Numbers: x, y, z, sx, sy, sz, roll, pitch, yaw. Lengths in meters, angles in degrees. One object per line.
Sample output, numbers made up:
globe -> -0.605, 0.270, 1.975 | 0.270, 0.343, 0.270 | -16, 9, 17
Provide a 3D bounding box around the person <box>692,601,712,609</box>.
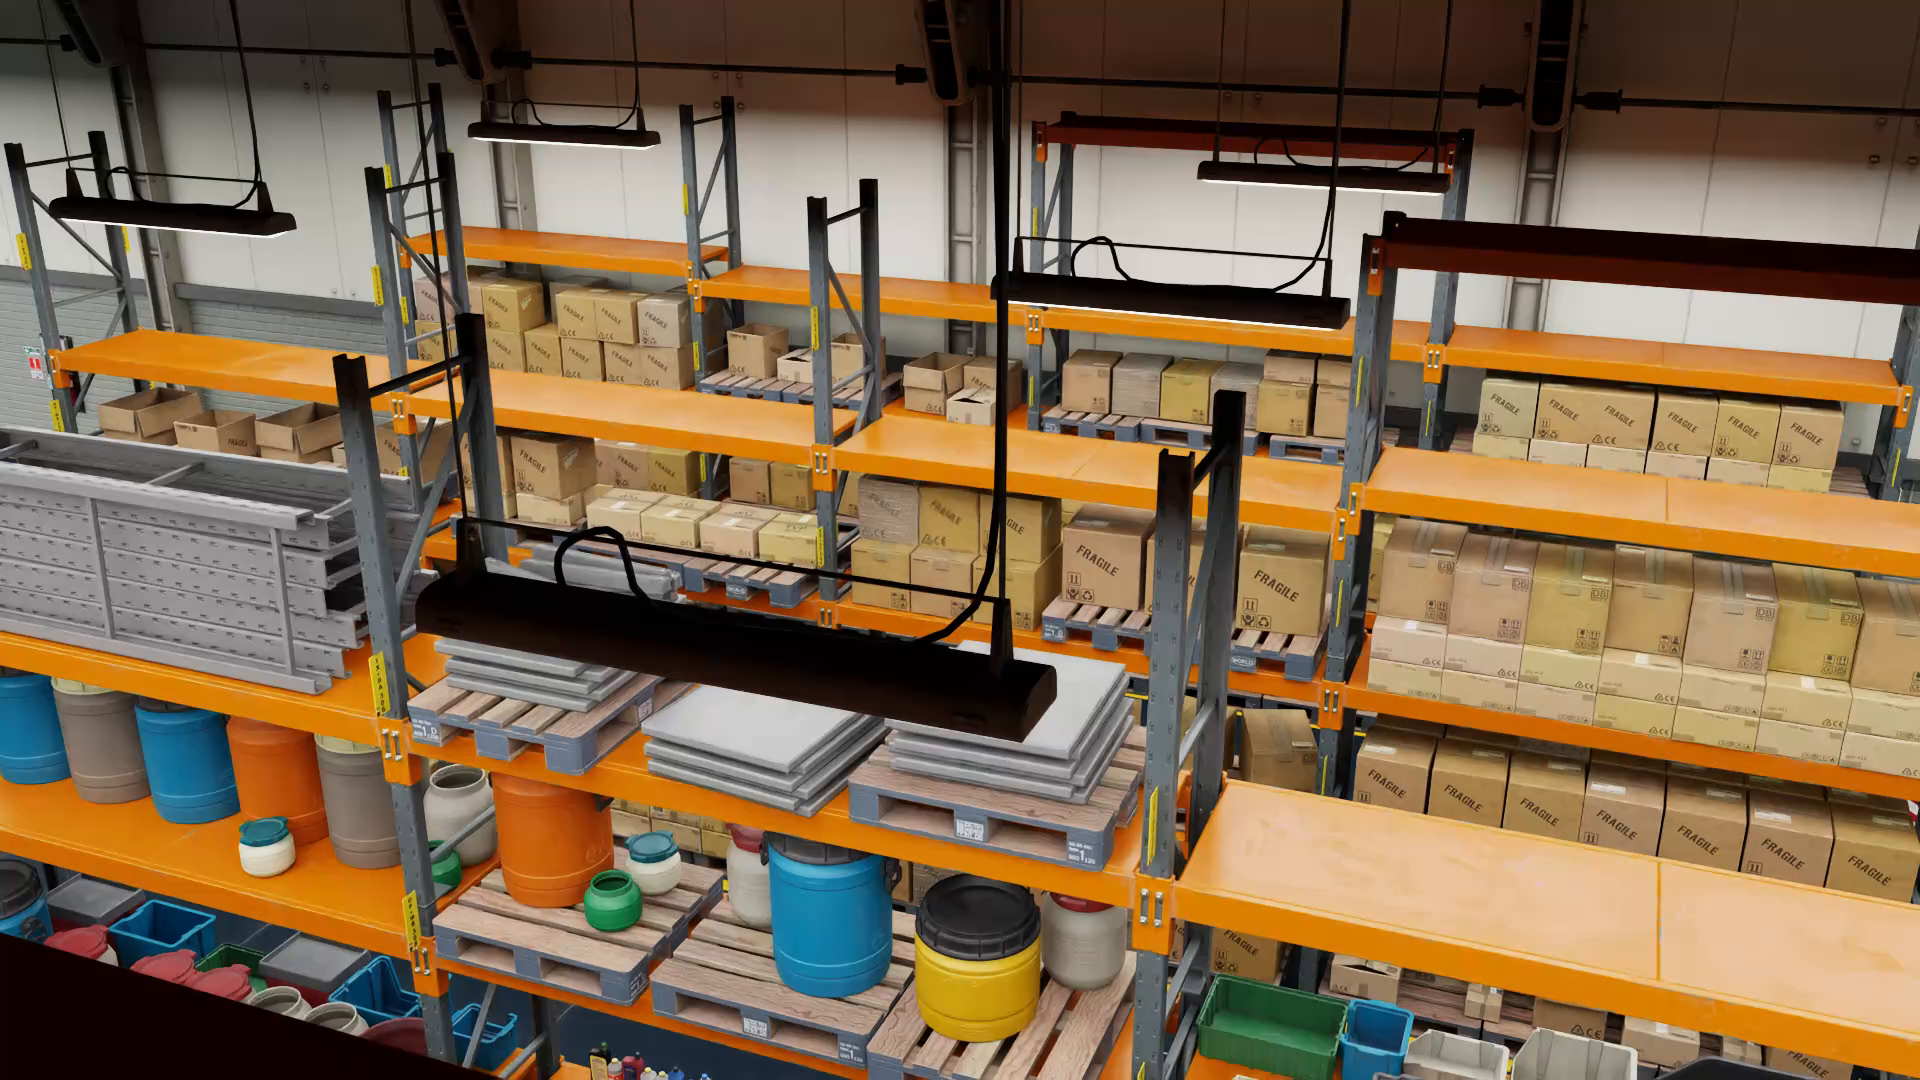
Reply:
person -> -2.576, 1.341, 16.525 | 0.963, 1.623, 0.458 | 3, 21, 7
